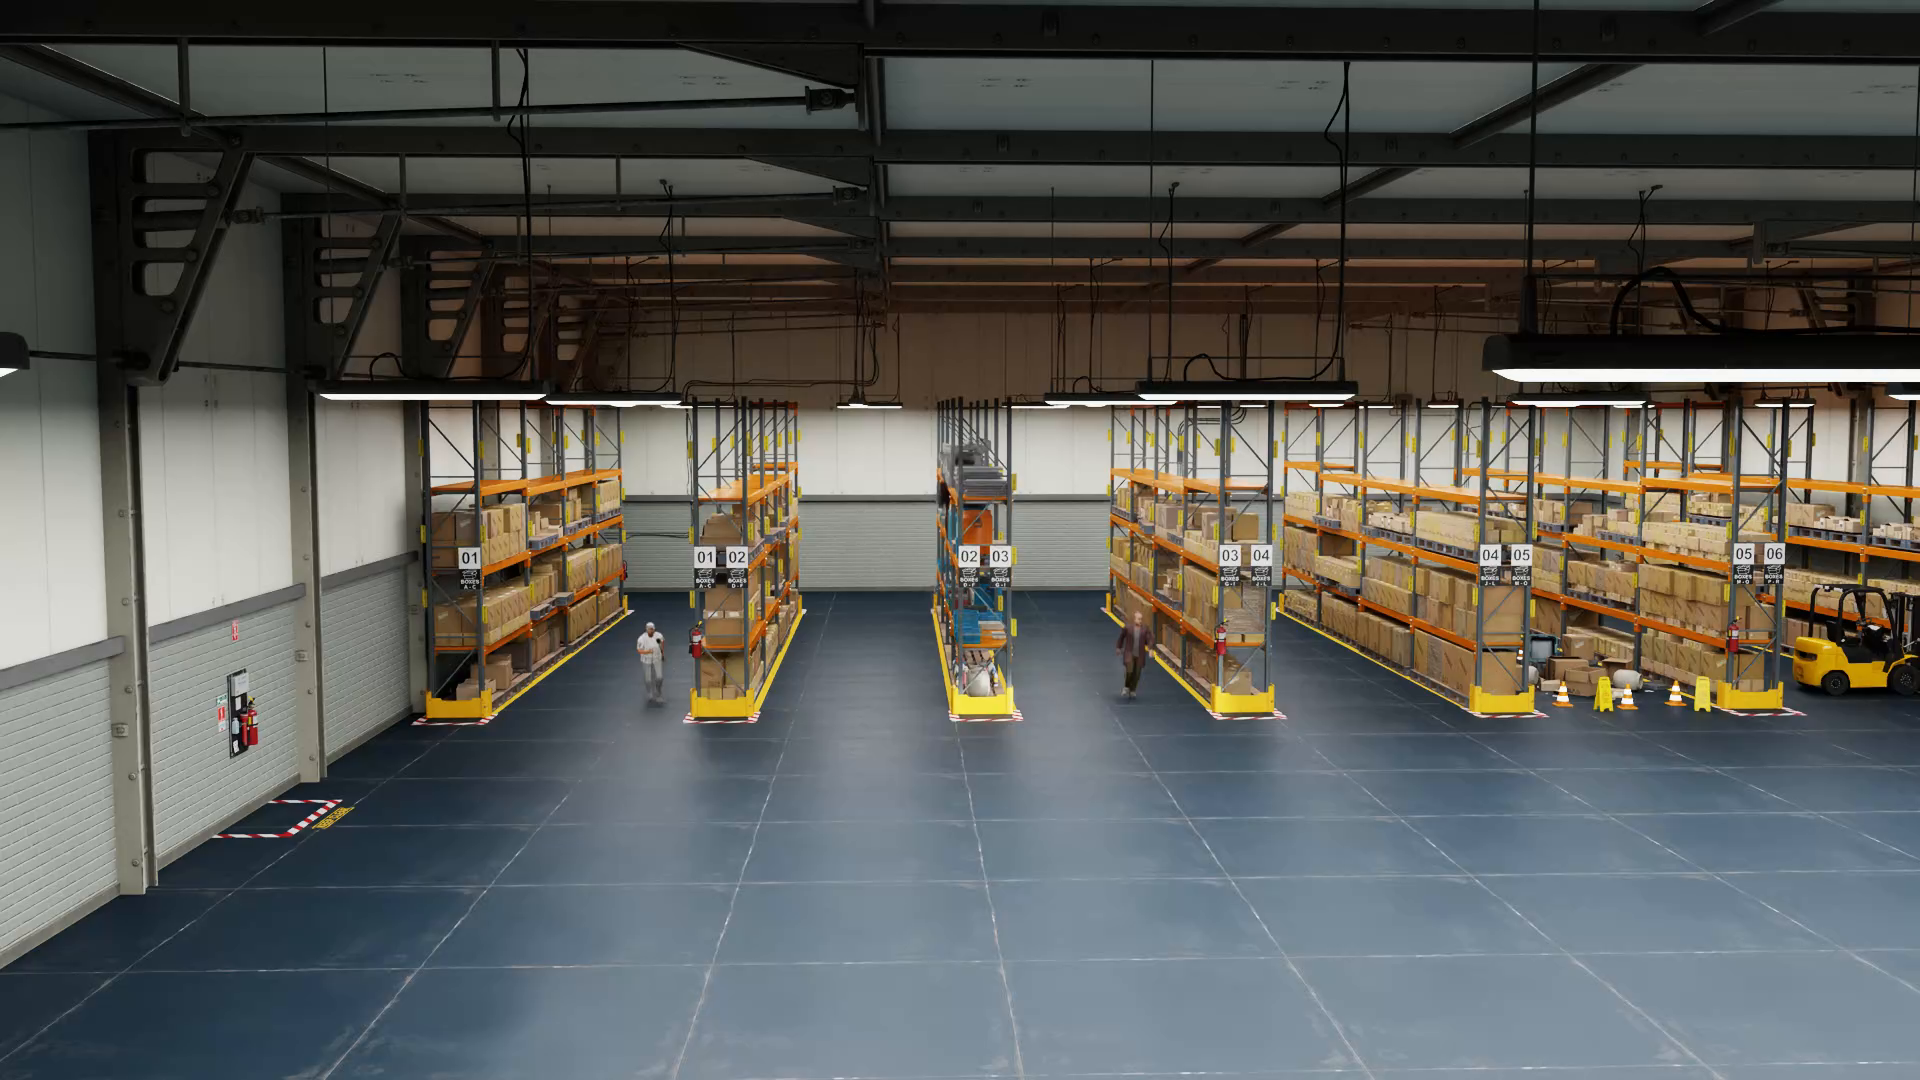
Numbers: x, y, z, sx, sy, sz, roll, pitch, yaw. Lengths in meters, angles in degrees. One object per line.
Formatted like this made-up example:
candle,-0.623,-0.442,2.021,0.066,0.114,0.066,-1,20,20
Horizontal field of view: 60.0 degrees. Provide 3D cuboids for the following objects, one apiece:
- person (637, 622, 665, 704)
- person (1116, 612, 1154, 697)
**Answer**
person,-6.065,2.400,32.670,0.534,1.616,0.904,-1,5,-12
person,3.503,2.308,33.068,0.704,1.691,0.828,0,4,-5
